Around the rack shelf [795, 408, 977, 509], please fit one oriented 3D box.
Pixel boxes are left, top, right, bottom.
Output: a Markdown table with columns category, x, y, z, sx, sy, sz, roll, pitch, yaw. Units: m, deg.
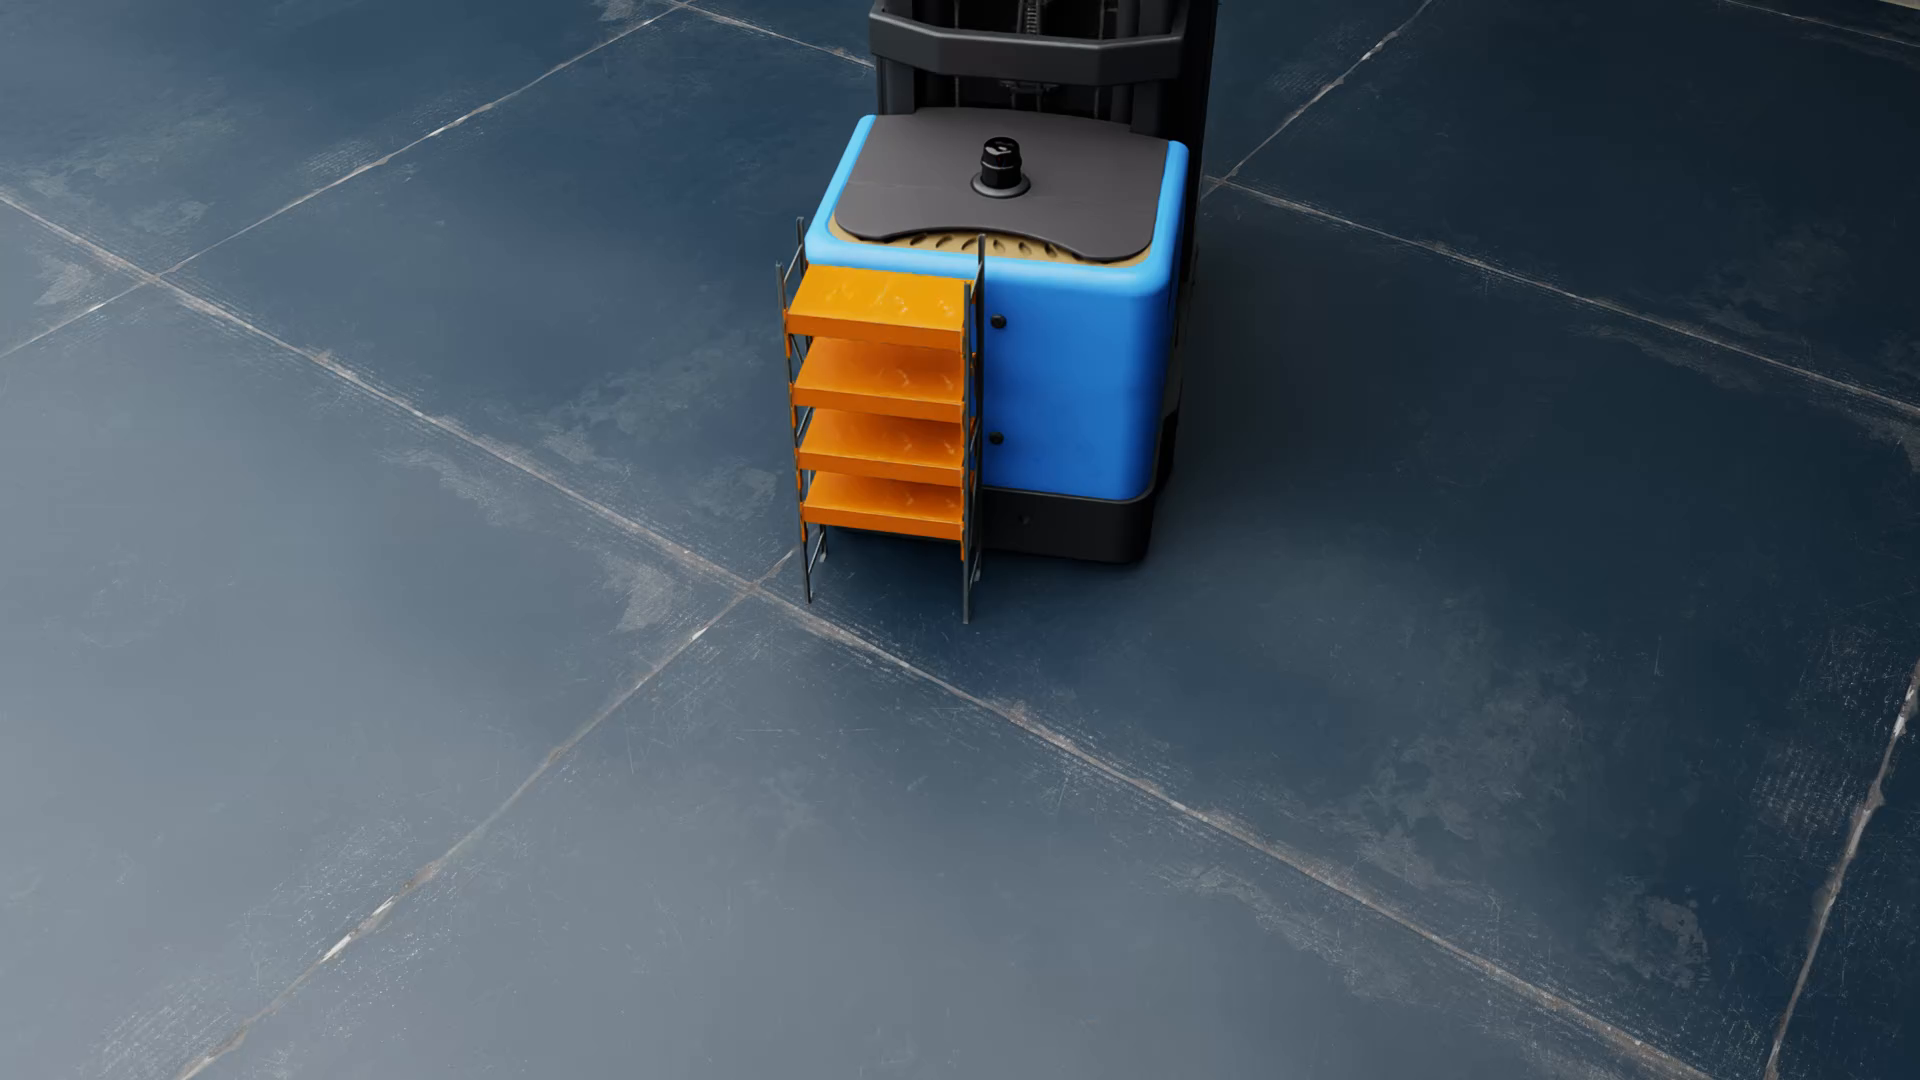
| category | x | y | z | sx | sy | sz | roll | pitch | yaw |
| --- | --- | --- | --- | --- | --- | --- | --- | --- | --- |
| rack shelf | -0.202 | -0.252 | 4.732 | 0.480 | 0.148 | 0.258 | 7 | 42 | 7 |

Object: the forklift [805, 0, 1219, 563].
| category | x | y | z | sx | sy | sz | roll | pitch | yaw |
| --- | --- | --- | --- | --- | --- | --- | --- | --- | --- |
| forklift | 0.311 | -2.012 | 5.301 | 1.130 | 2.935 | 3.031 | 7 | 42 | 7 |

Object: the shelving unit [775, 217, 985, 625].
| category | x | y | z | sx | sy | sz | roll | pitch | yaw |
| --- | --- | --- | --- | --- | --- | --- | --- | --- | --- |
| shelving unit | -0.202 | -0.302 | 4.687 | 0.503 | 1.200 | 0.258 | 7 | 42 | 7 |

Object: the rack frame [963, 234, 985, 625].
| category | x | y | z | sx | sy | sz | roll | pitch | yaw |
| --- | --- | --- | --- | --- | --- | --- | --- | --- | --- |
| rack frame | 0.038 | -0.273 | 4.656 | 0.015 | 1.200 | 0.240 | 7 | 42 | 7 |

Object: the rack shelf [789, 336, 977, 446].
| category | x | y | z | sx | sy | sz | roll | pitch | yaw |
| --- | --- | --- | --- | --- | --- | --- | --- | --- | --- |
| rack shelf | -0.202 | -0.418 | 4.583 | 0.480 | 0.148 | 0.258 | 7 | 42 | 7 |

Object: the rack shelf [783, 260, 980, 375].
| category | x | y | z | sx | sy | sz | roll | pitch | yaw |
| --- | --- | --- | --- | --- | --- | --- | --- | --- | --- |
| rack shelf | -0.202 | -0.594 | 4.425 | 0.480 | 0.148 | 0.258 | 7 | 42 | 7 |

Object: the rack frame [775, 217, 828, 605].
| category | x | y | z | sx | sy | sz | roll | pitch | yaw |
| --- | --- | --- | --- | --- | --- | --- | --- | --- | --- |
| rack frame | -0.442 | -0.330 | 4.719 | 0.015 | 1.200 | 0.240 | 7 | 42 | 7 |

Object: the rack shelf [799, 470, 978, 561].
| category | x | y | z | sx | sy | sz | roll | pitch | yaw |
| --- | --- | --- | --- | --- | --- | --- | --- | --- | --- |
| rack shelf | -0.202 | -0.104 | 4.865 | 0.480 | 0.148 | 0.258 | 7 | 42 | 7 |
